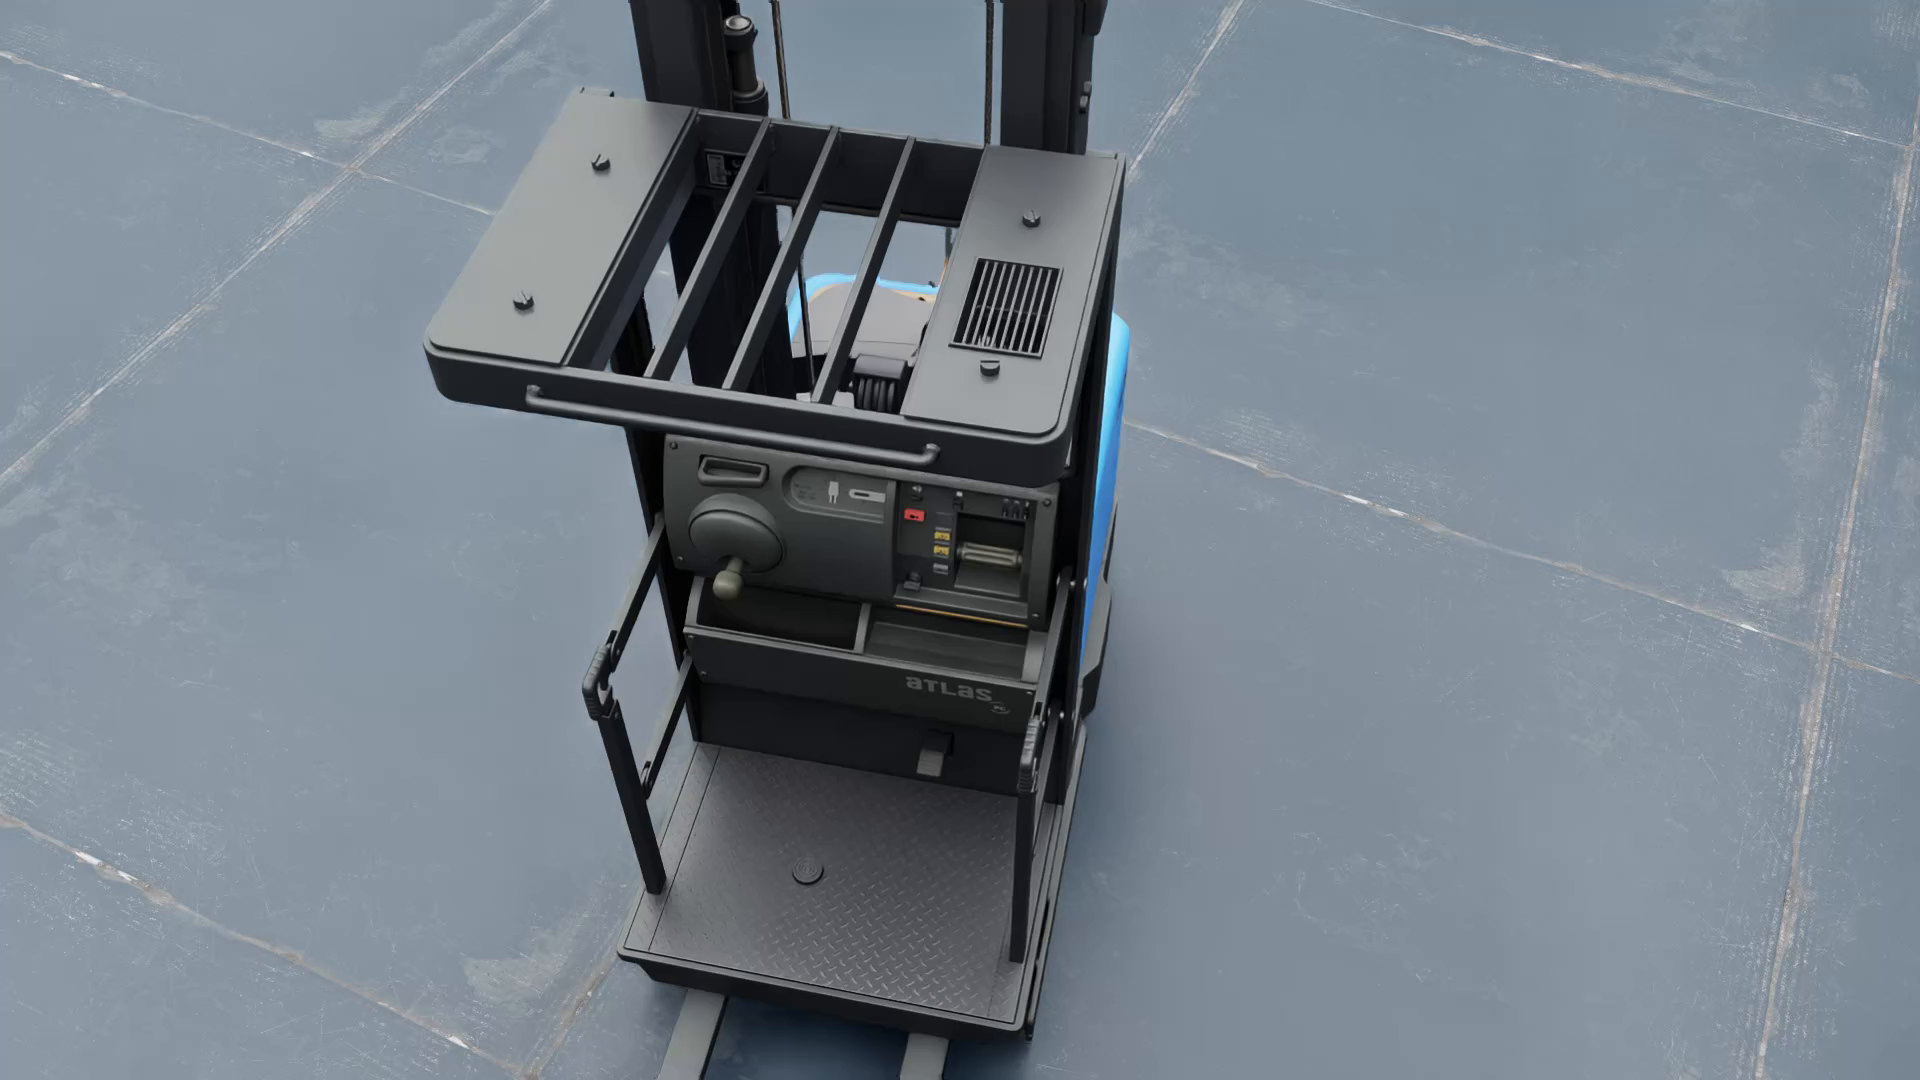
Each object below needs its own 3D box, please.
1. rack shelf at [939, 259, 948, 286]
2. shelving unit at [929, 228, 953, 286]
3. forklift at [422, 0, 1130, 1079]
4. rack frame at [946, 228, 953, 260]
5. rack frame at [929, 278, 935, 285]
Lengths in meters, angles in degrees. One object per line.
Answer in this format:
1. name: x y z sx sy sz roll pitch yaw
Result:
1. rack shelf: 0.029 -0.705 5.302 0.215 0.259 0.240 9 50 7
2. shelving unit: 0.029 -0.528 5.510 0.215 1.050 0.252 9 50 7
3. forklift: -0.281 0.093 3.747 1.130 2.935 3.031 9 50 7
4. rack frame: 0.053 -0.619 5.588 0.200 1.050 0.008 9 50 7
5. rack frame: 0.005 -0.437 5.433 0.200 1.050 0.008 9 50 7
